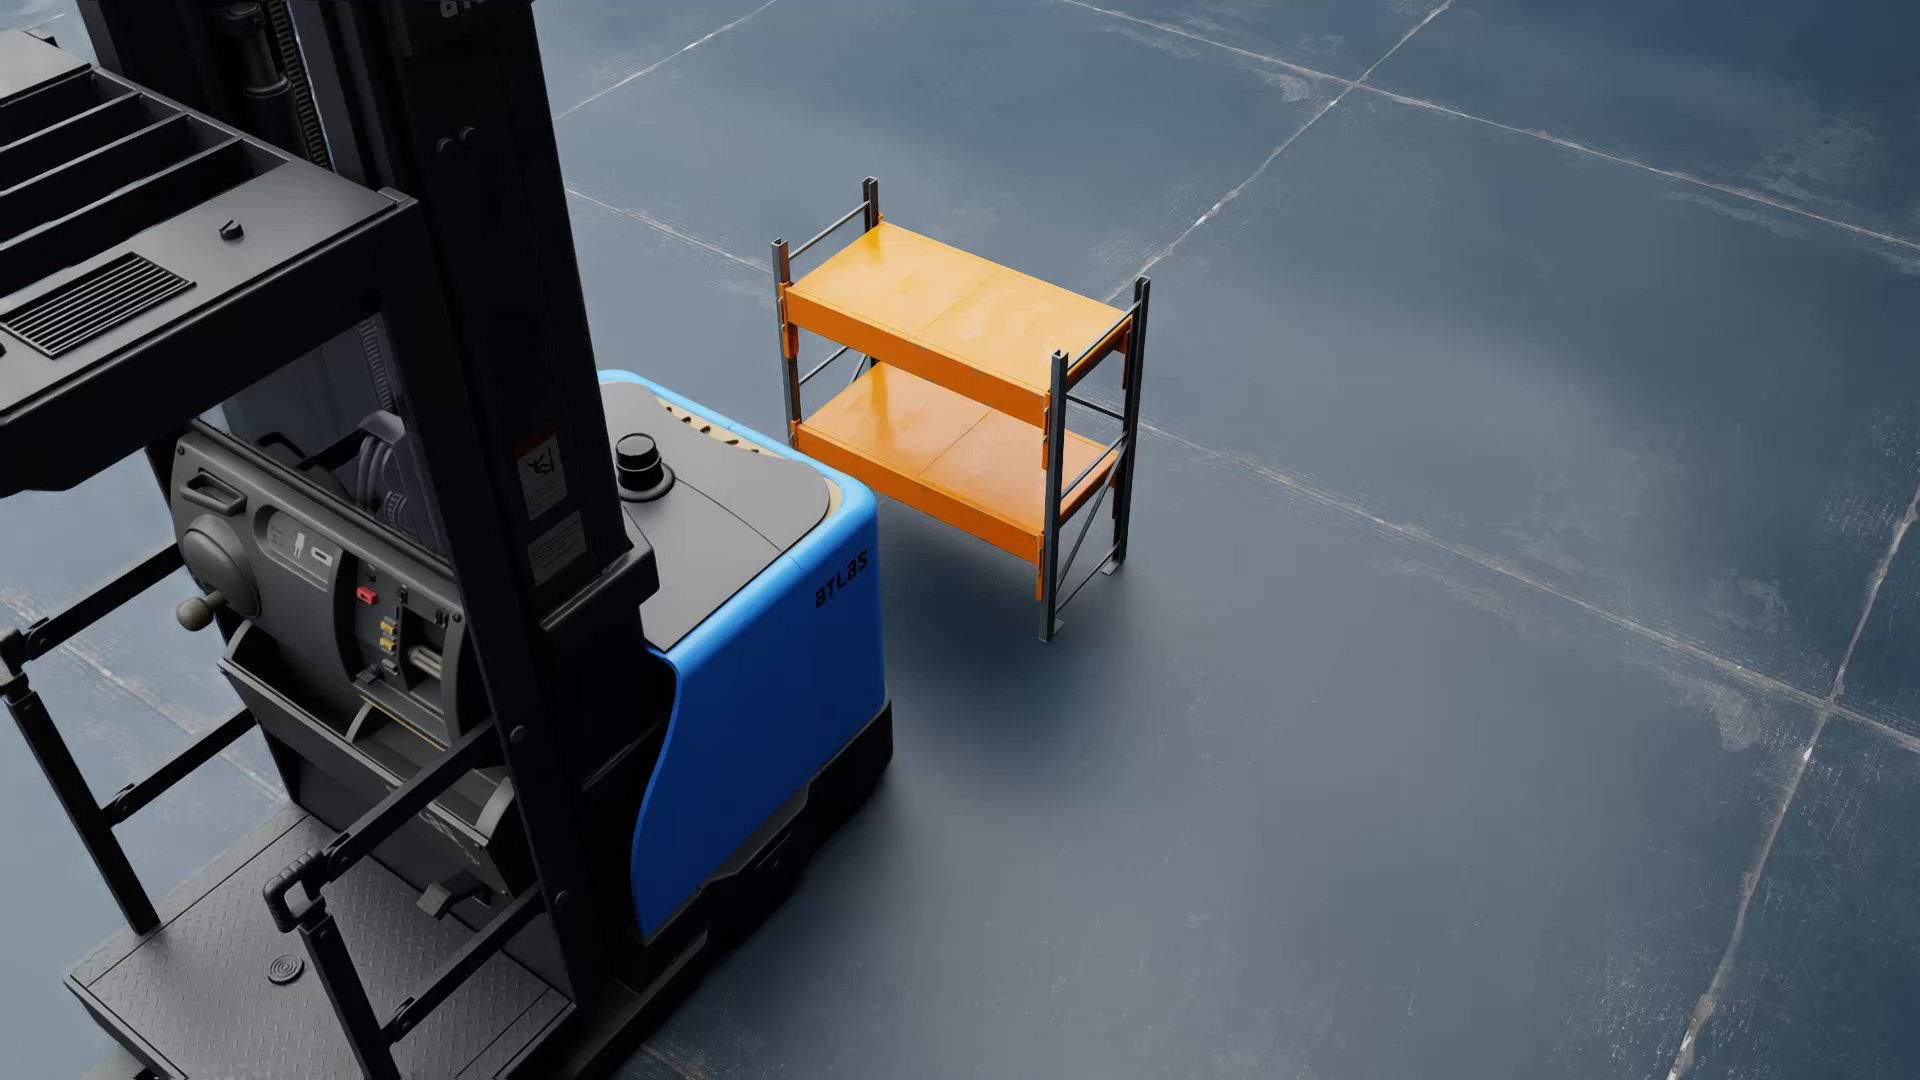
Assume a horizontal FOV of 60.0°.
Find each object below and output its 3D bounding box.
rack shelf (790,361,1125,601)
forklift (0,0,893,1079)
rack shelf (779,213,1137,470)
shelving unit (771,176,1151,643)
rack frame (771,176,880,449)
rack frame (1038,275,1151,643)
[{"bbox_3d":[-0.006,-0.240,5.541,1.000,0.278,0.538,25,48,25],"label":"rack shelf"},{"bbox_3d":[-1.469,0.185,3.345,1.130,2.935,3.031,26,48,26],"label":"forklift"},{"bbox_3d":[-0.006,-0.640,5.183,1.000,0.278,0.538,25,48,25],"label":"rack shelf"},{"bbox_3d":[-0.006,-0.422,5.378,1.048,1.125,0.538,25,48,25],"label":"shelving unit"},{"bbox_3d":[-0.422,-0.616,5.595,0.032,1.125,0.500,25,48,25],"label":"rack frame"},{"bbox_3d":[0.411,-0.227,5.160,0.032,1.125,0.500,25,48,25],"label":"rack frame"}]
